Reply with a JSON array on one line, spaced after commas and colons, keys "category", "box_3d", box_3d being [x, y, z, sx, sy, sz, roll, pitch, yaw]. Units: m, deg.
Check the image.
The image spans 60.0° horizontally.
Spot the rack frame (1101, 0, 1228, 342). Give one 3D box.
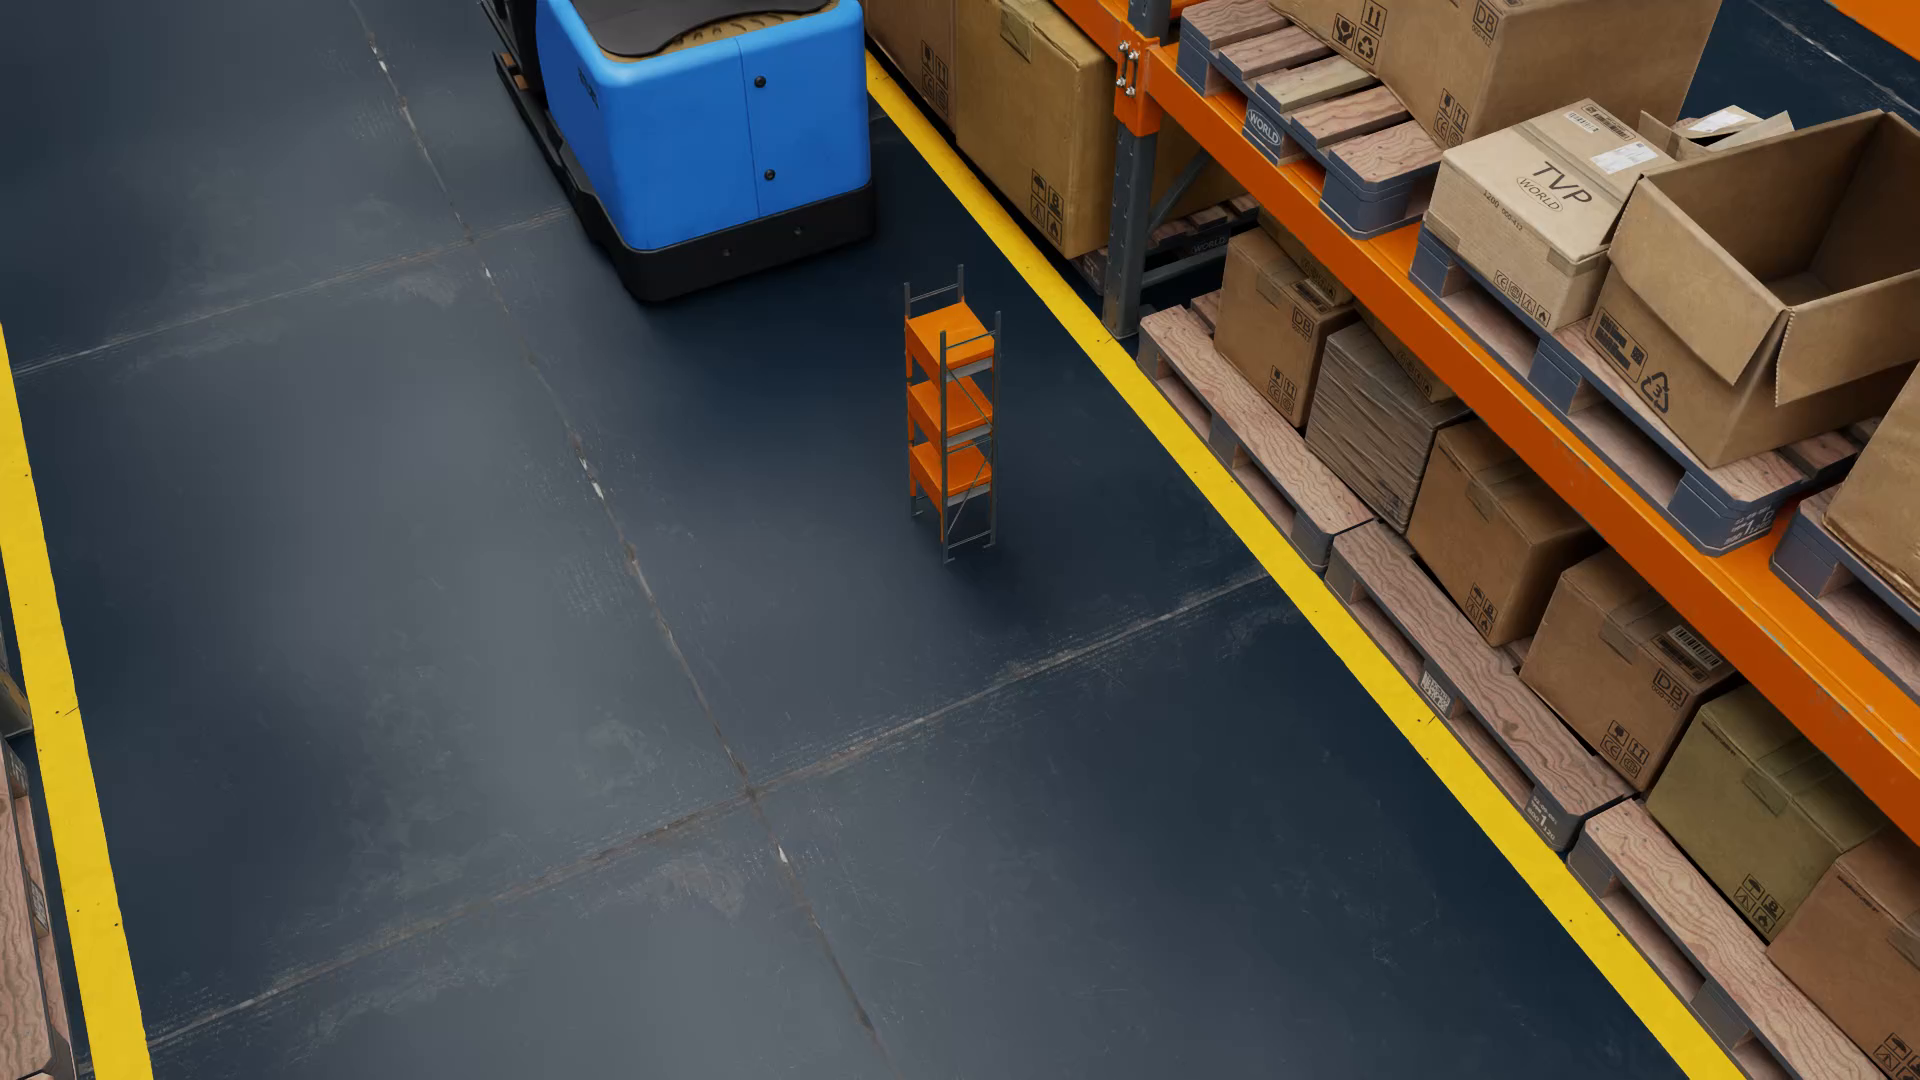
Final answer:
[{"category": "rack frame", "box_3d": [1.023, -1.964, 5.475, 1.000, 3.000, 0.127, -21, 52, -18]}]

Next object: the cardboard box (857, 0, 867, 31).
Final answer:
[{"category": "cardboard box", "box_3d": [-0.088, -3.061, 7.567, 1.225, 0.875, 0.875, -23, 53, -19]}]

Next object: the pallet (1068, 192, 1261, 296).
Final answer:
[{"category": "pallet", "box_3d": [0.729, -1.600, 7.009, 1.003, 0.211, 1.213, -21, 52, -18]}]

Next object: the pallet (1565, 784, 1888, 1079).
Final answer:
[{"category": "pallet", "box_3d": [2.495, 1.111, 4.638, 1.003, 0.211, 1.213, -21, 52, -18]}]

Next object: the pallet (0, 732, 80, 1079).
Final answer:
[{"category": "pallet", "box_3d": [-3.061, 1.192, 4.567, 1.003, 0.211, 1.213, -21, 52, -18]}]

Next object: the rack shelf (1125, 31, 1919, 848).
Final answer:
[{"category": "rack shelf", "box_3d": [1.938, -0.389, 4.575, 1.077, 0.370, 4.000, -21, 52, -18]}]

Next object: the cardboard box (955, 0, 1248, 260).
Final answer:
[{"category": "cardboard box", "box_3d": [0.725, -1.872, 6.527, 1.225, 0.875, 0.875, -23, 53, -19]}]

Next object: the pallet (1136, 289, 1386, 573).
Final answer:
[{"category": "pallet", "box_3d": [1.379, -0.523, 6.067, 1.003, 0.211, 1.213, -21, 52, -18]}]

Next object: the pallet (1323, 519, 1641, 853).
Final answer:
[{"category": "pallet", "box_3d": [1.933, 0.293, 5.354, 1.003, 0.211, 1.213, -21, 52, -18]}]

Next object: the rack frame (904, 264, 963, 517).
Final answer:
[{"category": "rack frame", "box_3d": [-0.080, -0.463, 5.458, 0.200, 1.050, 0.008, -21, 52, -18]}]

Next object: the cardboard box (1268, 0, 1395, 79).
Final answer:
[{"category": "cardboard box", "box_3d": [1.305, -1.788, 4.975, 0.500, 0.500, 0.500, -27, 54, -22]}]

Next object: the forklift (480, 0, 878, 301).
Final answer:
[{"category": "forklift", "box_3d": [-1.444, -3.014, 6.438, 1.130, 2.935, 3.031, -21, 52, -17]}]

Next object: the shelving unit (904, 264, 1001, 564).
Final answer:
[{"category": "shelving unit", "box_3d": [-0.024, -0.381, 5.386, 0.215, 1.050, 0.252, -21, 52, -18]}]

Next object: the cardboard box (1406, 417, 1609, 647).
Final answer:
[{"category": "cardboard box", "box_3d": [1.878, -0.101, 5.214, 0.700, 0.500, 0.500, -17, 51, -15]}]

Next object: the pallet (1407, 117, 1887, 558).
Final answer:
[{"category": "pallet", "box_3d": [1.965, -0.590, 4.401, 1.003, 0.211, 1.213, -21, 52, -18]}]

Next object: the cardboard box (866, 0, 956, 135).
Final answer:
[{"category": "cardboard box", "box_3d": [0.324, -2.471, 7.051, 1.225, 0.875, 0.875, -21, 52, -17]}]

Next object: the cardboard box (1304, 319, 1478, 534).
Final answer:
[{"category": "cardboard box", "box_3d": [1.612, -0.478, 5.543, 0.700, 0.500, 0.500, -25, 53, -20]}]

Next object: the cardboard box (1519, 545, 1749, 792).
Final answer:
[{"category": "cardboard box", "box_3d": [2.133, 0.273, 4.887, 0.700, 0.500, 0.500, -25, 53, -21]}]

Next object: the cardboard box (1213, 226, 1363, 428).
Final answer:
[{"category": "cardboard box", "box_3d": [1.347, -0.844, 5.864, 0.700, 0.500, 0.500, -24, 53, -19]}]

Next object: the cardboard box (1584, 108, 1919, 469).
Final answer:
[{"category": "cardboard box", "box_3d": [1.978, -0.588, 3.924, 0.797, 0.503, 0.637, -16, 51, -14]}]

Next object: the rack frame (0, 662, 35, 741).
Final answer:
[{"category": "rack frame", "box_3d": [-3.381, -0.258, 3.983, 1.000, 3.000, 0.127, -21, 52, -18]}]

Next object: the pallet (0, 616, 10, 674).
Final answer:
[{"category": "pallet", "box_3d": [-3.779, 0.147, 5.482, 1.003, 0.211, 1.213, -21, 52, -18]}]

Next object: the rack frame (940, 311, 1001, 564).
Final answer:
[{"category": "rack frame", "box_3d": [0.031, -0.300, 5.315, 0.200, 1.050, 0.008, -21, 52, -18]}]

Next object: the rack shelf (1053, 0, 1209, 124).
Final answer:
[{"category": "rack shelf", "box_3d": [0.107, -3.066, 6.917, 1.077, 0.370, 4.000, -21, 52, -18]}]

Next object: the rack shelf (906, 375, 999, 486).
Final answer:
[{"category": "rack shelf", "box_3d": [-0.024, -0.374, 5.394, 0.215, 0.259, 0.240, -21, 52, -18]}]

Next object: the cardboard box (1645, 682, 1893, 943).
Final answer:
[{"category": "cardboard box", "box_3d": [2.390, 0.647, 4.560, 0.700, 0.500, 0.500, -21, 52, -18]}]

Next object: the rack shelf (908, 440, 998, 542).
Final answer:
[{"category": "rack shelf", "box_3d": [-0.024, -0.192, 5.603, 0.215, 0.259, 0.240, -21, 52, -18]}]

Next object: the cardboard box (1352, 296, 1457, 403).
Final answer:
[{"category": "cardboard box", "box_3d": [1.608, -0.743, 5.277, 0.500, 0.250, 0.500, -16, 51, -13]}]

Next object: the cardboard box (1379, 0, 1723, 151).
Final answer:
[{"category": "cardboard box", "box_3d": [1.650, -1.448, 4.679, 0.700, 0.500, 0.500, -14, 50, -12]}]

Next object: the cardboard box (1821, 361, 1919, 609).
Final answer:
[{"category": "cardboard box", "box_3d": [2.614, -0.203, 3.257, 1.000, 1.000, 1.000, -21, 52, -17]}]

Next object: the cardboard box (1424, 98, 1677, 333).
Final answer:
[{"category": "cardboard box", "box_3d": [1.585, -0.852, 4.323, 0.500, 0.250, 0.500, -23, 53, -19]}]

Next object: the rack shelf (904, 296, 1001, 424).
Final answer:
[{"category": "rack shelf", "box_3d": [-0.024, -0.561, 5.181, 0.215, 0.259, 0.240, -21, 52, -18]}]

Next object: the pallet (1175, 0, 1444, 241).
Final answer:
[{"category": "pallet", "box_3d": [1.443, -1.461, 5.162, 1.213, 0.211, 1.003, -21, 52, -18]}]

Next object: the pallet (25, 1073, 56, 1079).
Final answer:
[{"category": "pallet", "box_3d": [-2.507, 2.007, 3.854, 1.003, 0.211, 1.213, -21, 52, -18]}]

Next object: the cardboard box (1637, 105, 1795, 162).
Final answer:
[{"category": "cardboard box", "box_3d": [2.026, -1.035, 4.473, 0.396, 0.266, 0.258, -23, 53, -19]}]

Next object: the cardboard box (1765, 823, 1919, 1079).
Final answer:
[{"category": "cardboard box", "box_3d": [2.591, 0.973, 4.275, 0.700, 0.500, 0.500, -25, 53, -20]}]

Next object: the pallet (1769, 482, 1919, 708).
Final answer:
[{"category": "pallet", "box_3d": [2.633, 0.215, 3.697, 1.003, 0.211, 1.213, -21, 52, -18]}]

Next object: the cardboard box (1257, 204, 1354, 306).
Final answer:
[{"category": "cardboard box", "box_3d": [1.356, -1.095, 5.585, 0.500, 0.250, 0.500, -19, 52, -16]}]
